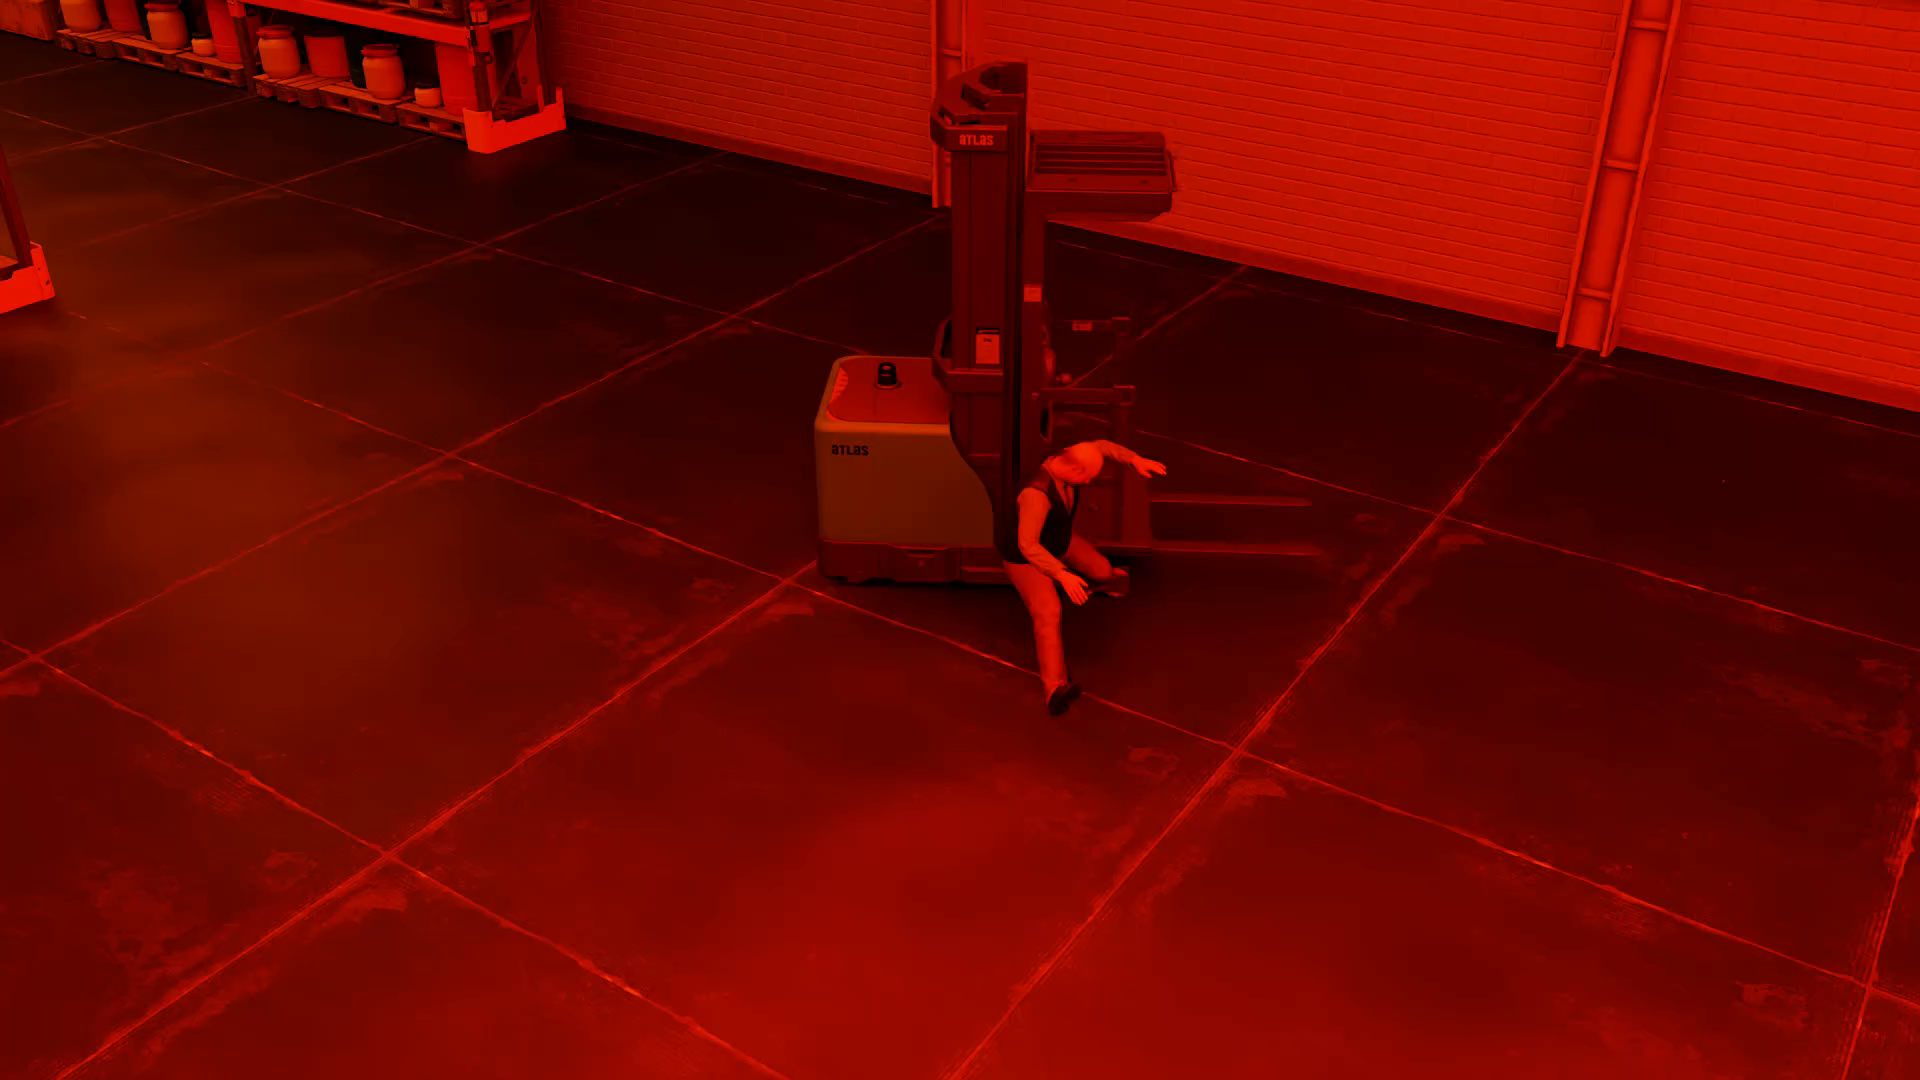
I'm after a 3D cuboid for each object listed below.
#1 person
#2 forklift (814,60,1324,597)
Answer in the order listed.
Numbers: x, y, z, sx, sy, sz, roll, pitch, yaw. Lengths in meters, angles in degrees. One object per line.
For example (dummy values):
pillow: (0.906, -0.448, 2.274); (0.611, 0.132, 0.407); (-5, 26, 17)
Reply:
person: (0.612, 0.044, 9.069); (0.930, 1.339, 1.236); (23, 37, 34)
forklift: (0.682, -1.206, 9.657); (3.031, 2.935, 1.130); (2, 30, 3)
